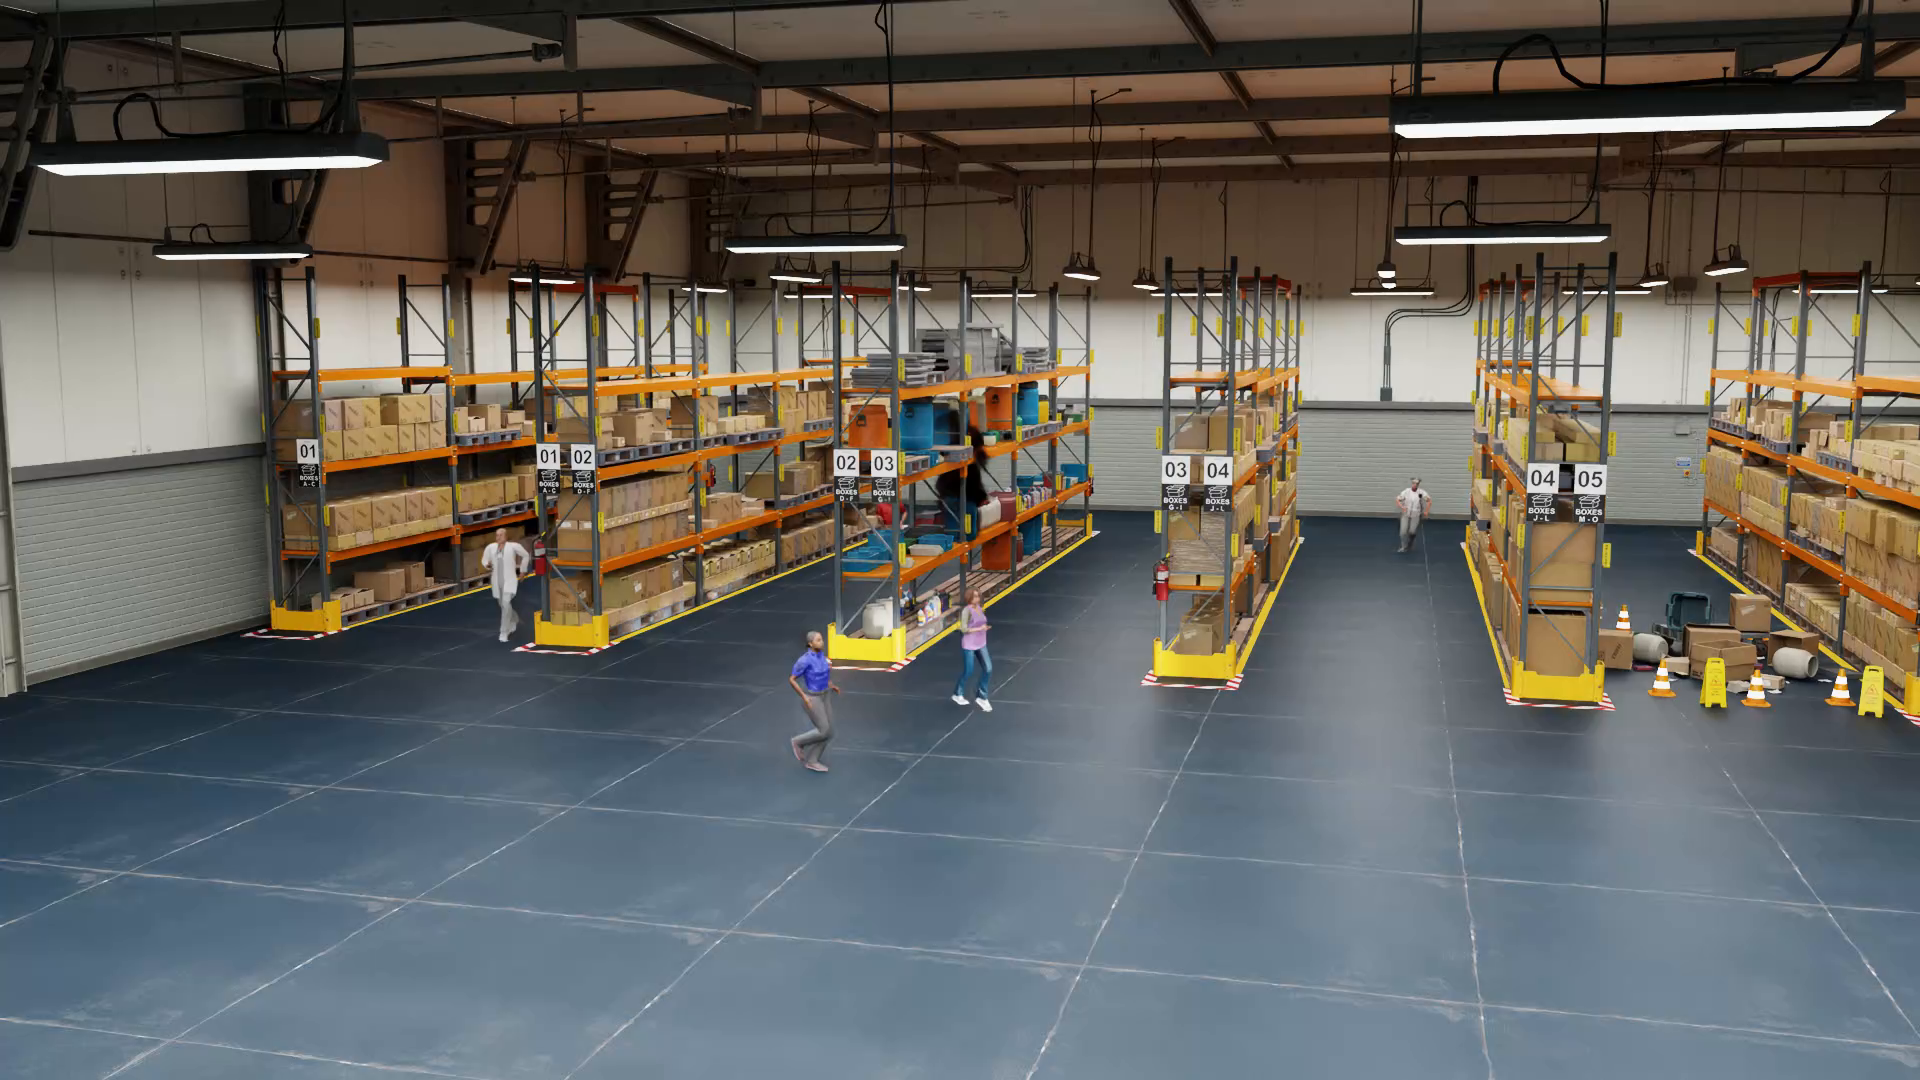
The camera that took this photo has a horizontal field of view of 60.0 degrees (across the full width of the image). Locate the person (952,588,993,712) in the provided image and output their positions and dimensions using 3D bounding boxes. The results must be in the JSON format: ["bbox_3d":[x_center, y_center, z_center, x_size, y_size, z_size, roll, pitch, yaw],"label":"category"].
[{"bbox_3d":[0.179,1.440,21.857,0.678,1.635,0.516,7,10,43],"label":"person"}]

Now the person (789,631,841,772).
[{"bbox_3d":[-1.615,1.835,18.846,0.544,1.601,0.574,4,8,28],"label":"person"}]

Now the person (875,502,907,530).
[{"bbox_3d":[-1.438,-0.188,34.323,0.640,1.705,0.645,1,7,5],"label":"person"}]

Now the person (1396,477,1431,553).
[{"bbox_3d":[10.115,-0.559,37.167,0.753,1.712,0.521,3,8,20],"label":"person"}]

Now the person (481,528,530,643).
[{"bbox_3d":[-7.411,0.708,27.057,0.730,1.802,0.989,1,7,8],"label":"person"}]
